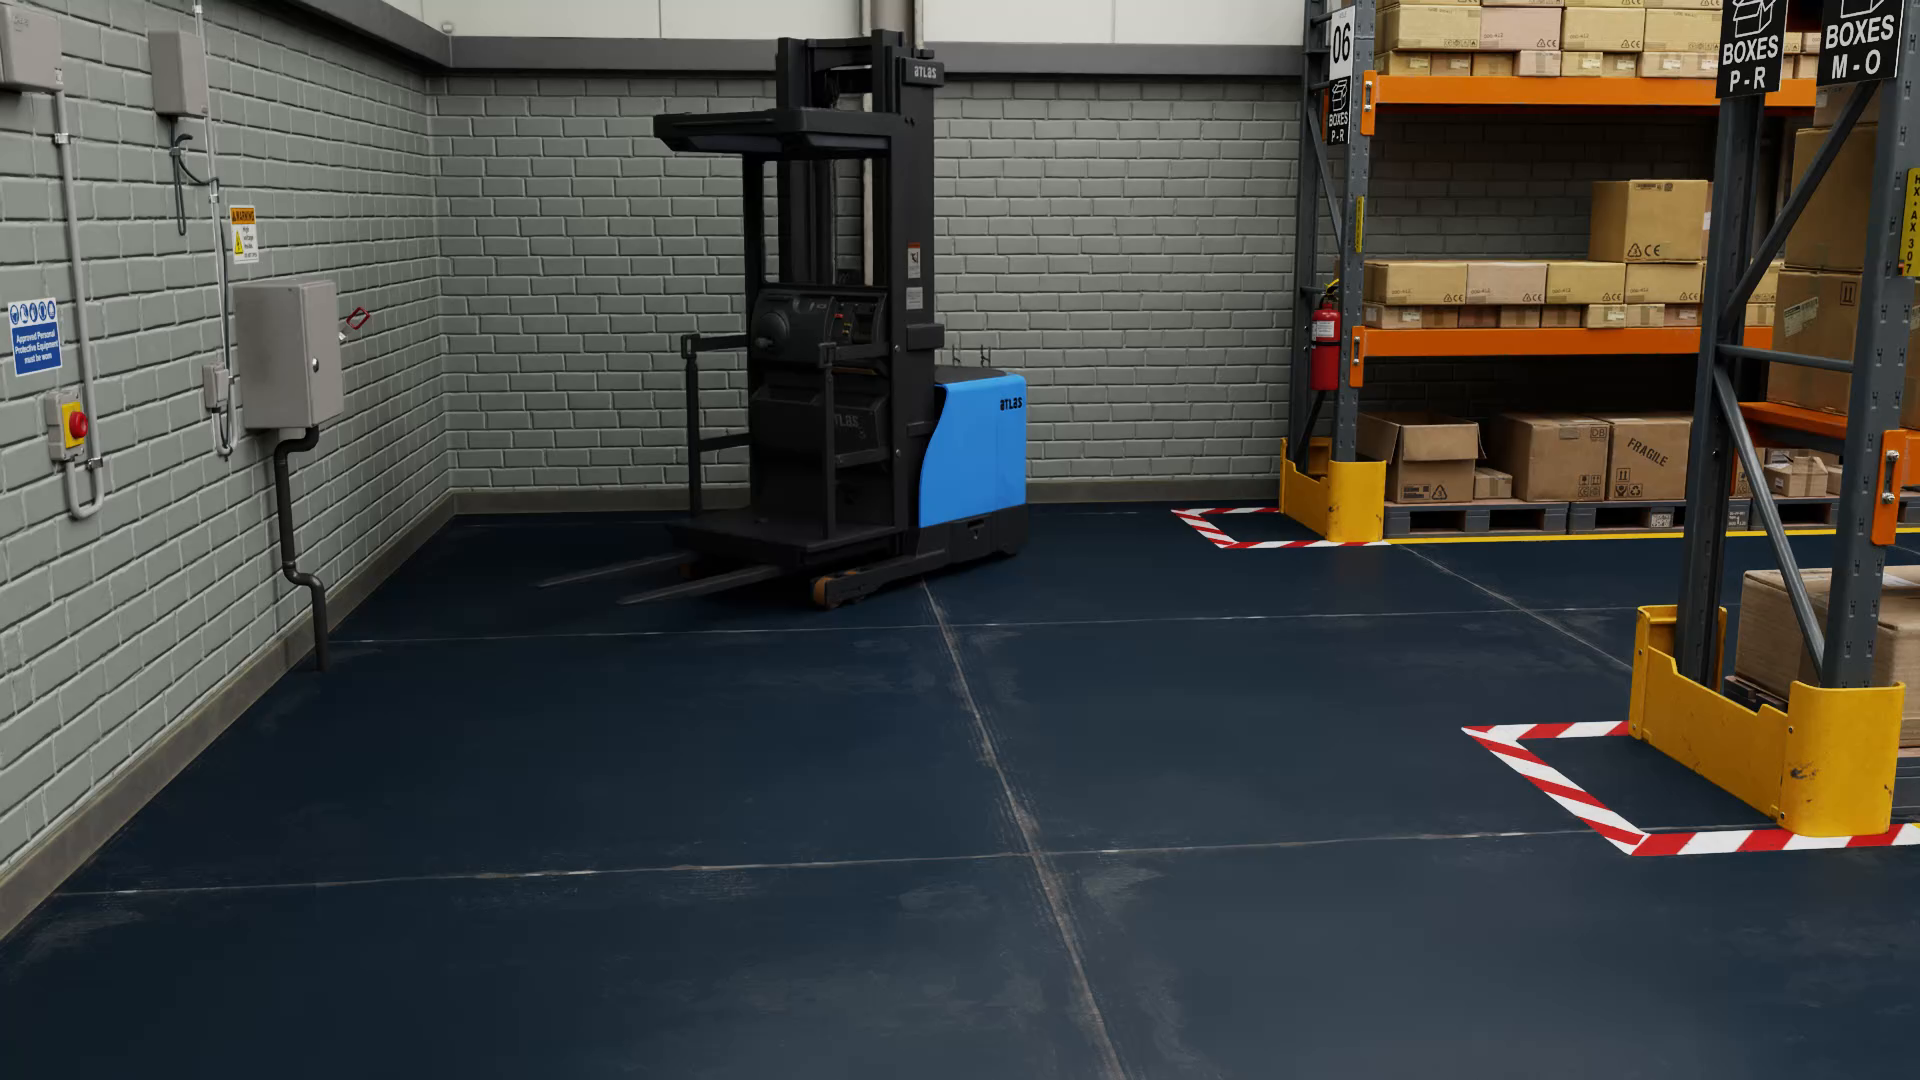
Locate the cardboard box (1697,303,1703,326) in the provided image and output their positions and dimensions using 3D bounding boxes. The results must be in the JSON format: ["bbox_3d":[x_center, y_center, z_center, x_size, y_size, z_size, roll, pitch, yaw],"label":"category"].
[{"bbox_3d":[4.720,-1.458,10.658,0.250,0.149,0.380,-1,11,-5],"label":"cardboard box"}]

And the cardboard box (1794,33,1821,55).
[{"bbox_3d":[5.337,-3.124,10.323,0.500,0.250,0.500,-2,11,-8],"label":"cardboard box"}]

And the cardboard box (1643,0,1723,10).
[{"bbox_3d":[4.308,-3.350,10.180,0.500,0.250,0.500,-1,11,-5],"label":"cardboard box"}]

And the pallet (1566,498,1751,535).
[{"bbox_3d":[4.406,-0.242,11.052,1.213,0.211,1.003,-1,11,-6],"label":"pallet"}]

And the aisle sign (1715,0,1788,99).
[{"bbox_3d":[2.763,-1.949,5.766,0.004,0.787,0.394,-1,11,-6],"label":"aisle sign"}]

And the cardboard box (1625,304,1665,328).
[{"bbox_3d":[4.230,-1.425,10.491,0.250,0.149,0.380,-1,11,-5],"label":"cardboard box"}]

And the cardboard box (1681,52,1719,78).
[{"bbox_3d":[4.452,-2.897,10.204,0.250,0.149,0.380,-1,11,-5],"label":"cardboard box"}]

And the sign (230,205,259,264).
[{"bbox_3d":[-3.017,-1.290,7.011,0.001,0.242,0.339,-1,11,-6],"label":"sign"}]

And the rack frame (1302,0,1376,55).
[{"bbox_3d":[2.328,-4.511,9.985,0.127,3.000,1.000,-1,11,-6],"label":"rack frame"}]

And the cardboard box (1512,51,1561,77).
[{"bbox_3d":[3.444,-2.876,10.095,0.250,0.149,0.380,-1,11,-5],"label":"cardboard box"}]

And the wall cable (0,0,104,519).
[{"bbox_3d":[-2.735,-1.007,5.001,0.123,1.953,0.585,-1,11,-6],"label":"wall cable"}]

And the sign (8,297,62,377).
[{"bbox_3d":[-2.791,-0.615,5.022,0.001,0.218,0.327,-1,11,-6],"label":"sign"}]

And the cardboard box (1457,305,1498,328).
[{"bbox_3d":[3.190,-1.424,10.489,0.250,0.149,0.380,-1,11,-7],"label":"cardboard box"}]

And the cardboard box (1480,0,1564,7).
[{"bbox_3d":[3.304,-3.325,10.049,0.500,0.250,0.500,-1,11,-6],"label":"cardboard box"}]

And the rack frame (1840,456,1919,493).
[{"bbox_3d":[6.305,-1.651,10.988,0.127,3.000,1.000,-1,11,-6],"label":"rack frame"}]

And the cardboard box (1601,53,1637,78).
[{"bbox_3d":[3.943,-2.900,10.217,0.250,0.149,0.380,-1,11,-7],"label":"cardboard box"}]

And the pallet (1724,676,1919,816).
[{"bbox_3d":[3.655,0.721,6.152,1.213,0.211,1.003,-1,11,-6],"label":"pallet"}]

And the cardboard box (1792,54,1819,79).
[{"bbox_3d":[5.223,-2.922,10.332,0.250,0.149,0.380,-1,11,-6],"label":"cardboard box"}]

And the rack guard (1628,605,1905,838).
[{"bbox_3d":[2.844,0.612,5.961,0.348,0.500,1.175,-1,11,-6],"label":"rack guard"}]

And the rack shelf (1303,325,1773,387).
[{"bbox_3d":[4.317,-1.256,10.845,4.000,0.370,1.077,-1,11,-6],"label":"rack shelf"}]

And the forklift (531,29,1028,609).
[{"bbox_3d":[-0.897,-1.191,8.828,1.130,2.935,3.031,9,14,37],"label":"forklift"}]

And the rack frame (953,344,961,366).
[{"bbox_3d":[-0.019,-0.604,10.328,0.006,1.200,0.240,-2,11,-11],"label":"rack frame"}]

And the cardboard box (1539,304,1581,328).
[{"bbox_3d":[3.711,-1.425,10.490,0.250,0.149,0.380,-1,11,-5],"label":"cardboard box"}]

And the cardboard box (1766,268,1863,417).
[{"bbox_3d":[3.319,-0.725,6.022,0.500,0.500,0.500,-1,11,-6],"label":"cardboard box"}]

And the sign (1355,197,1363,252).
[{"bbox_3d":[2.387,-1.888,9.951,0.005,0.325,0.100,-1,11,-6],"label":"sign"}]

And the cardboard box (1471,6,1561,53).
[{"bbox_3d":[3.302,-3.083,10.114,0.500,0.250,0.500,-1,11,-5],"label":"cardboard box"}]

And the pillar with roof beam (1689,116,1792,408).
[{"bbox_3d":[5.980,-3.927,7.015,0.400,9.000,9.100,-1,11,-6],"label":"pillar with roof beam"}]

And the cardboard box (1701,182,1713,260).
[{"bbox_3d":[4.796,-2.111,11.003,0.500,0.500,0.500,-2,11,-8],"label":"cardboard box"}]

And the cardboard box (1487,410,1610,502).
[{"bbox_3d":[3.801,-0.552,10.789,0.500,0.500,0.700,-1,11,-4],"label":"cardboard box"}]

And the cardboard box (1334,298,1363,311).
[{"bbox_3d":[2.629,-1.502,10.885,0.250,0.149,0.380,-1,11,-7],"label":"cardboard box"}]

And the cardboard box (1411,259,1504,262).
[{"bbox_3d":[3.270,-1.711,10.911,0.500,0.250,0.500,-1,11,-6],"label":"cardboard box"}]

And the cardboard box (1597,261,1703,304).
[{"bbox_3d":[4.319,-1.634,10.520,0.500,0.250,0.500,-1,11,-8],"label":"cardboard box"}]

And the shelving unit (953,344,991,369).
[{"bbox_3d":[0.071,-0.607,10.346,0.189,1.200,0.258,-2,11,-11],"label":"shelving unit"}]

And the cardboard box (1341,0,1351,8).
[{"bbox_3d":[2.740,-3.419,10.531,0.500,0.250,0.500,-2,11,-8],"label":"cardboard box"}]

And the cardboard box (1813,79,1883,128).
[{"bbox_3d":[3.203,-1.519,5.787,0.250,0.149,0.380,-1,11,-5],"label":"cardboard box"}]

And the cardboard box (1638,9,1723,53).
[{"bbox_3d":[4.324,-3.106,10.234,0.500,0.250,0.500,-1,11,-7],"label":"cardboard box"}]

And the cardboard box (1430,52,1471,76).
[{"bbox_3d":[2.928,-2.888,10.159,0.250,0.149,0.380,-1,11,-5],"label":"cardboard box"}]

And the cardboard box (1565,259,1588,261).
[{"bbox_3d":[4.282,-1.731,11.014,0.500,0.250,0.500,-1,11,-6],"label":"cardboard box"}]

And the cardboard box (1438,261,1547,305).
[{"bbox_3d":[3.310,-1.608,10.388,0.500,0.250,0.500,-1,11,-5],"label":"cardboard box"}]

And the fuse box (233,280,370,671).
[{"bbox_3d":[-2.817,-0.267,7.291,0.414,1.711,0.539,-1,11,-6],"label":"fuse box"}]

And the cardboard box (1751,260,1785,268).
[{"bbox_3d":[5.329,-1.652,10.614,0.500,0.250,0.500,-1,11,-6],"label":"cardboard box"}]

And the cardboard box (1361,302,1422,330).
[{"bbox_3d":[2.685,-1.398,10.355,0.250,0.149,0.380,-1,11,-7],"label":"cardboard box"}]

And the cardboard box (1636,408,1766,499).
[{"bbox_3d":[4.833,-0.573,10.899,0.500,0.500,0.700,-2,11,-8],"label":"cardboard box"}]

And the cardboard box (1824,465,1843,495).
[{"bbox_3d":[5.783,-0.390,10.877,0.250,0.149,0.380,-2,11,-8],"label":"cardboard box"}]

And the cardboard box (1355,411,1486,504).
[{"bbox_3d":[2.947,-0.543,10.736,0.637,0.503,0.797,-2,11,-8],"label":"cardboard box"}]

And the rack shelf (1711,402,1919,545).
[{"bbox_3d":[4.856,-0.304,6.003,4.000,0.370,1.077,-1,11,-6],"label":"rack shelf"}]
